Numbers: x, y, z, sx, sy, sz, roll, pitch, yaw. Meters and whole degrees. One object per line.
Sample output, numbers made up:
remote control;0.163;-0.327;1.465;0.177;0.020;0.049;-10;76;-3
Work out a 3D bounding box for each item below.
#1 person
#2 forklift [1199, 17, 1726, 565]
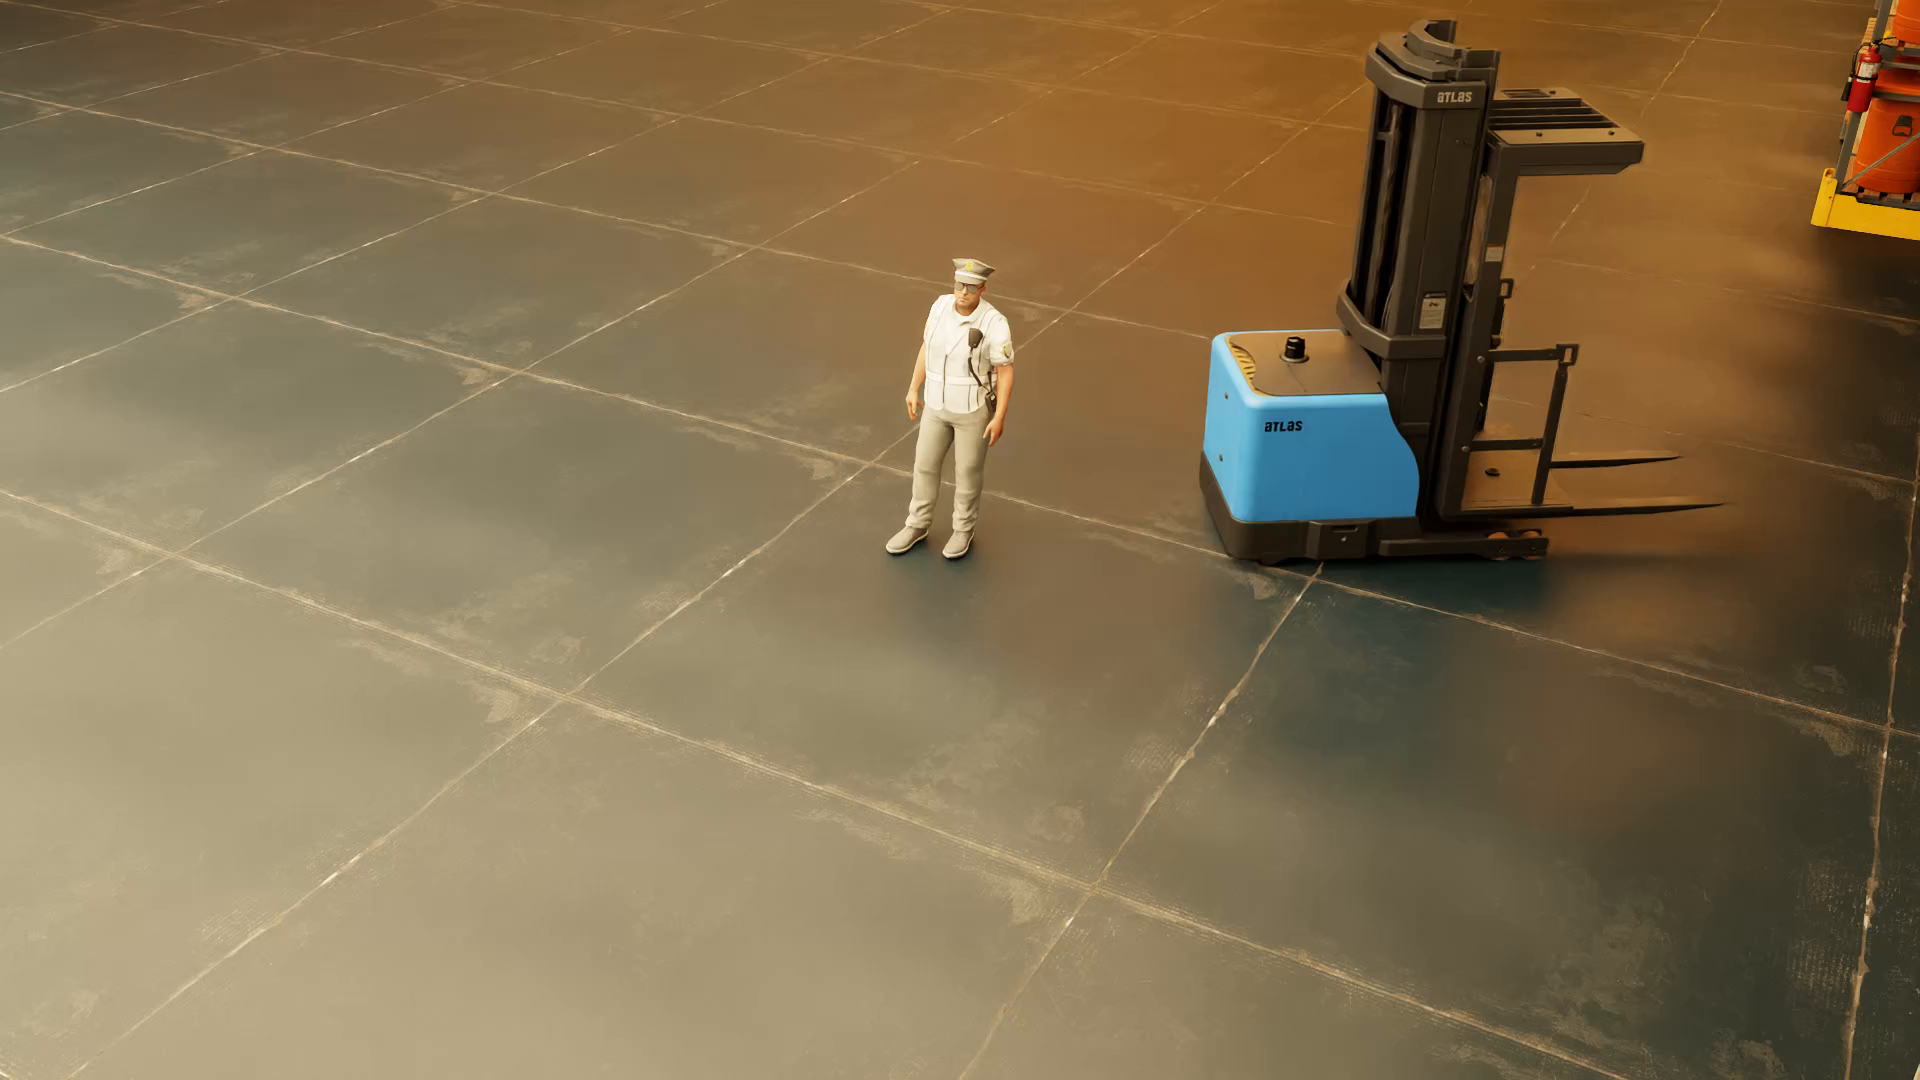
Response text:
person;-0.048;-0.747;9.500;0.640;1.781;0.575;15;33;25
forklift;3.045;-1.408;9.510;3.031;2.935;1.130;-2;30;-4
